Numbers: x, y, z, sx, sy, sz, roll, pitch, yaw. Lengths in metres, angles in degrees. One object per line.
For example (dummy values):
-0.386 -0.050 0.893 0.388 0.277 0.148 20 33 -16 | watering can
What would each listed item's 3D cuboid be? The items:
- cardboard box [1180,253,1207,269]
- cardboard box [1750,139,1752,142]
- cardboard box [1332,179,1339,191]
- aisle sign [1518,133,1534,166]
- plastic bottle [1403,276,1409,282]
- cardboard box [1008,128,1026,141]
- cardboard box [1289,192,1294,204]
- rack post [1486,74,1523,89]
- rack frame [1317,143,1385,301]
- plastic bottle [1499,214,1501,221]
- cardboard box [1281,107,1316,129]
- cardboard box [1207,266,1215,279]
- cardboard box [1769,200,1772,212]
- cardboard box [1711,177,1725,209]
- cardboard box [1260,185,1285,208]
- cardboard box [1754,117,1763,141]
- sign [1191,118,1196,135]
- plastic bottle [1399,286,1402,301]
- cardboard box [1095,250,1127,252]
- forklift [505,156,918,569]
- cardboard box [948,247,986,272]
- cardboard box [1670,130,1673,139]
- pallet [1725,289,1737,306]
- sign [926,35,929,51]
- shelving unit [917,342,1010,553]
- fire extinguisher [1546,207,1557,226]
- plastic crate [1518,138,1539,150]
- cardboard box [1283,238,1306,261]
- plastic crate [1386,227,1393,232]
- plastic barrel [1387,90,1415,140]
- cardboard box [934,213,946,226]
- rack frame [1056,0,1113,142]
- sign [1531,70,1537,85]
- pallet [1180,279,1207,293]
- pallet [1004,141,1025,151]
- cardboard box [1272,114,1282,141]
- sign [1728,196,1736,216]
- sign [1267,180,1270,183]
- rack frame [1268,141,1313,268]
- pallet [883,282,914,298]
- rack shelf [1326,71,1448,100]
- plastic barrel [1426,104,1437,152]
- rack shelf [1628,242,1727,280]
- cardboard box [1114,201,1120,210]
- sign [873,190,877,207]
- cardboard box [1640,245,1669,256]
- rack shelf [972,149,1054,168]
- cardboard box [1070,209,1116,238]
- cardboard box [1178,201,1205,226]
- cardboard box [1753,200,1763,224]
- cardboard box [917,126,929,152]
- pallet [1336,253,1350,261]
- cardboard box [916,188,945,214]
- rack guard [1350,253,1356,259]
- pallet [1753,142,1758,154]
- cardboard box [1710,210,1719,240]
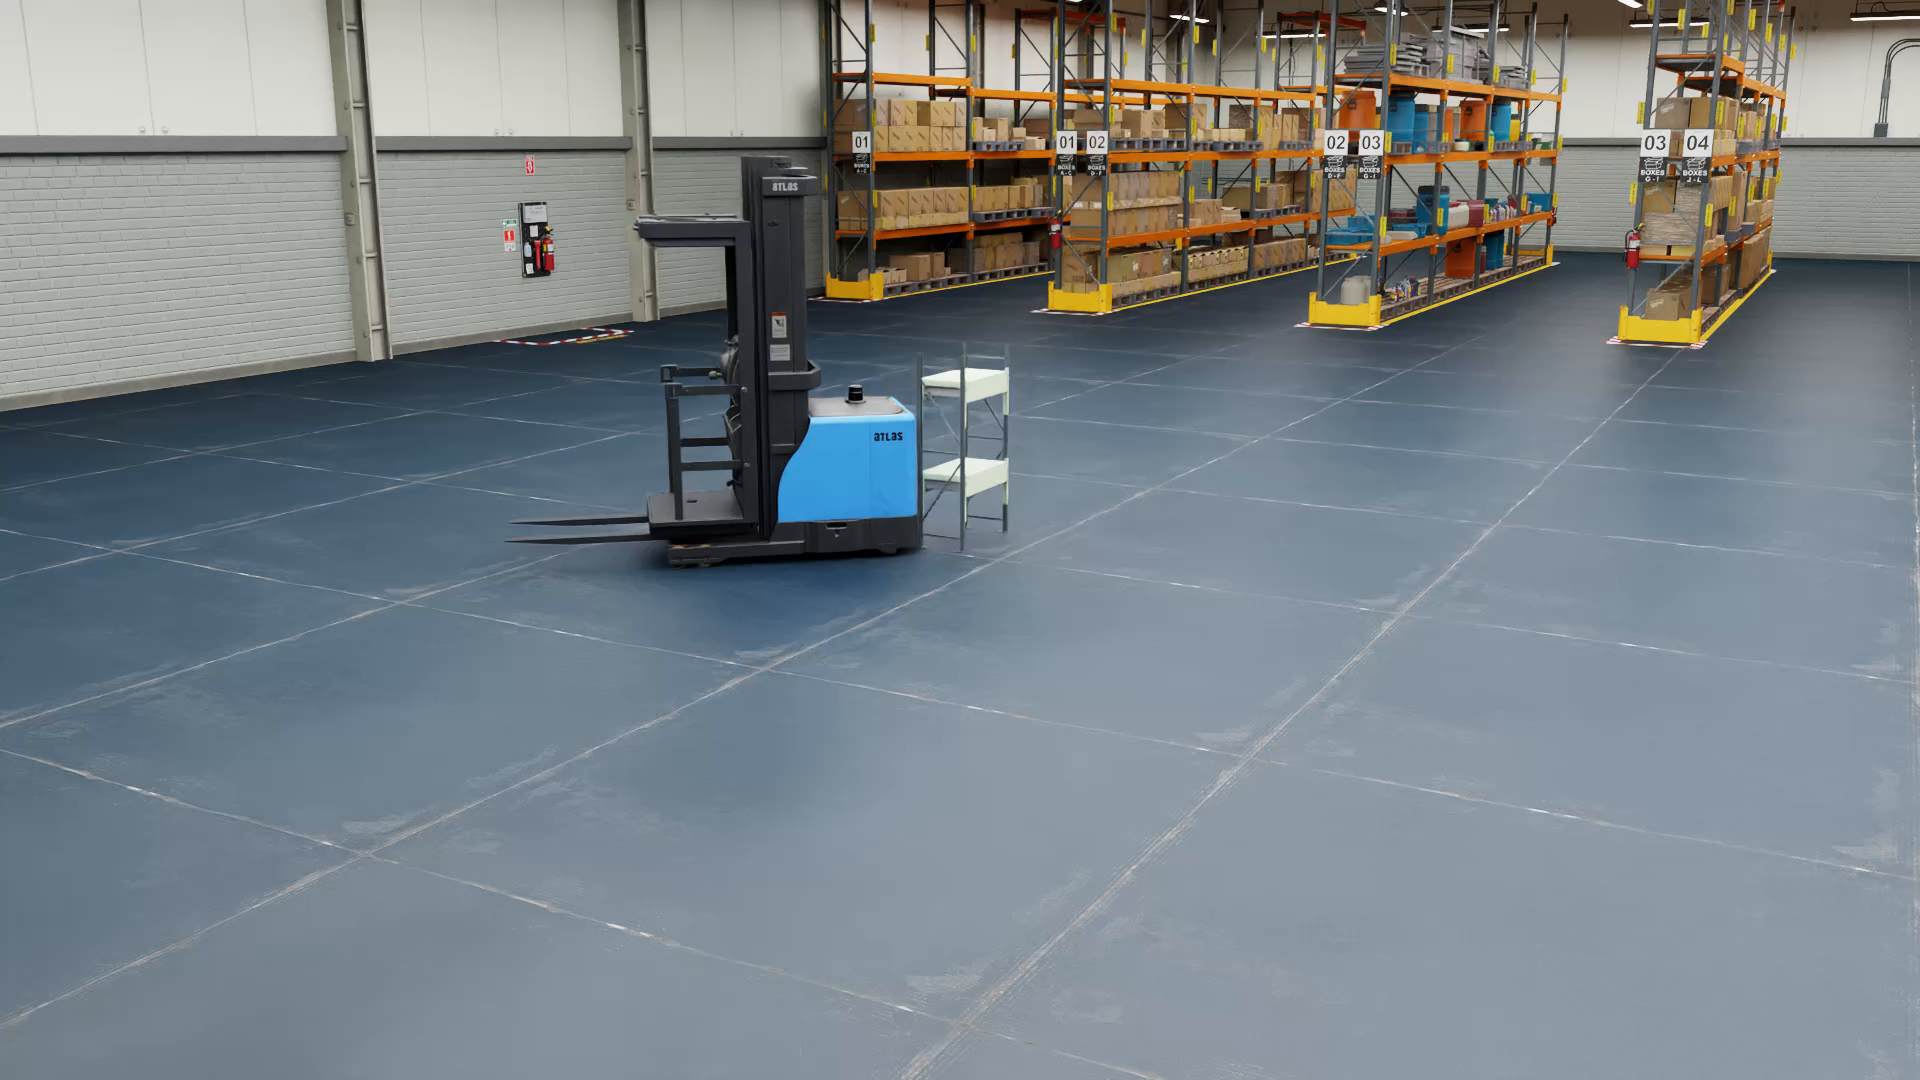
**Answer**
4.811 -5.811 34.513 0.500 0.311 0.500 7 15 27 | cardboard box
14.507 -7.367 31.110 0.500 0.250 0.500 7 15 28 | cardboard box
9.234 -9.071 41.912 0.500 0.500 0.500 8 16 30 | cardboard box
14.056 -9.725 41.425 0.394 0.787 0.004 7 15 28 | aisle sign
8.295 -4.728 30.960 0.144 0.351 0.185 7 15 28 | plastic bottle
1.034 -9.156 37.951 0.797 0.503 0.637 10 17 36 | cardboard box
8.031 -8.334 40.990 0.500 0.500 0.500 8 16 29 | cardboard box
11.481 -9.836 35.698 0.937 0.300 0.954 9 16 34 | rack post
6.547 -5.130 27.912 1.000 3.000 0.127 7 15 28 | rack frame
11.811 -7.097 36.497 0.097 0.201 0.097 0 14 0 | plastic bottle
8.215 -10.251 40.407 0.700 0.500 0.500 7 15 28 | cardboard box
5.054 -5.646 35.024 0.500 0.250 0.500 7 15 26 | cardboard box
18.369 -7.690 38.215 0.500 0.250 0.500 7 15 27 | cardboard box
12.112 -5.638 27.038 0.500 0.500 0.500 7 15 28 | cardboard box
7.213 -8.037 38.862 0.700 0.500 0.500 3 14 14 | cardboard box
16.412 -8.622 34.886 0.700 0.500 0.500 8 16 29 | cardboard box
4.633 -8.198 32.967 0.100 0.325 0.005 7 15 28 | sign
7.910 -4.445 29.954 0.097 0.271 0.097 0 14 0 | plastic bottle
2.925 -5.377 32.308 0.500 0.500 0.500 7 15 28 | cardboard box
-1.888 -1.350 12.381 3.031 2.935 1.130 -3 14 -12 | forklift
0.149 -6.225 36.848 0.700 0.500 0.500 8 16 30 | cardboard box
10.743 -6.240 25.587 0.380 0.149 0.250 7 15 28 | cardboard box
14.371 -4.694 32.055 1.003 0.211 1.213 7 15 28 | pallet
-0.681 -10.582 35.397 0.100 0.325 0.005 7 15 28 | sign
0.029 -0.731 12.864 0.431 1.500 0.755 7 15 27 | shelving unit
14.752 -8.173 41.496 0.296 0.674 0.183 7 15 28 | fire extinguisher
13.188 -9.210 38.717 0.497 0.269 0.590 7 15 28 | plastic crate
8.026 -7.019 40.142 0.500 0.500 0.500 7 15 28 | cardboard box
7.577 -5.601 30.319 0.450 0.188 0.662 7 15 28 | plastic crate
7.906 -7.665 30.060 0.600 0.901 0.708 7 15 28 | plastic barrel
-0.633 -6.672 34.587 0.500 0.250 0.500 7 15 28 | cardboard box
2.212 -8.608 29.540 1.000 3.000 0.127 7 15 28 | rack frame
12.828 -10.344 37.186 0.100 0.325 0.005 7 15 28 | sign
4.468 -5.313 34.620 1.003 0.211 1.213 7 15 28 | pallet
0.698 -8.768 37.002 1.213 0.211 1.003 7 15 28 | pallet
7.063 -9.545 38.501 0.600 0.600 0.600 7 15 26 | cardboard box
13.295 -5.750 28.639 0.100 0.325 0.005 7 15 28 | sign
7.535 -8.635 40.603 0.100 0.325 0.005 7 15 28 | sign
8.013 -8.154 40.456 1.000 3.000 0.127 7 15 28 | rack frame
-1.665 -5.075 33.635 1.003 0.211 1.213 7 15 28 | pallet
7.514 -7.913 29.043 1.077 0.370 4.000 7 15 28 | rack shelf
8.852 -7.916 31.998 0.600 0.901 0.600 0 14 0 | plastic barrel
11.849 -4.629 27.371 1.077 0.370 4.000 7 15 28 | rack shelf
2.716 -6.167 30.614 0.380 0.149 0.250 7 15 27 | cardboard box
-1.651 -6.612 32.212 0.100 0.325 0.005 7 15 28 | sign
10.840 -4.529 25.954 0.380 0.149 0.250 7 15 28 | cardboard box
0.775 -8.592 37.407 1.077 0.370 4.000 7 15 28 | rack shelf
2.449 -5.835 30.623 0.700 0.500 0.500 7 15 28 | cardboard box
4.786 -6.825 34.730 0.500 0.500 0.500 9 16 32 | cardboard box
16.696 -6.953 35.259 0.500 0.500 0.500 7 15 28 | cardboard box
-0.967 -8.135 33.720 0.500 0.500 0.500 8 16 31 | cardboard box
9.526 -7.440 43.443 1.003 0.211 1.213 7 15 28 | pallet
-0.639 -7.037 34.501 0.500 0.500 0.500 7 15 26 | cardboard box
9.910 -7.744 44.088 1.175 0.500 0.348 7 15 28 | rack guard
13.707 -7.084 30.019 1.213 0.211 1.003 7 15 28 | pallet
12.118 -5.285 27.707 0.875 0.500 0.500 7 15 28 | cardboard box
